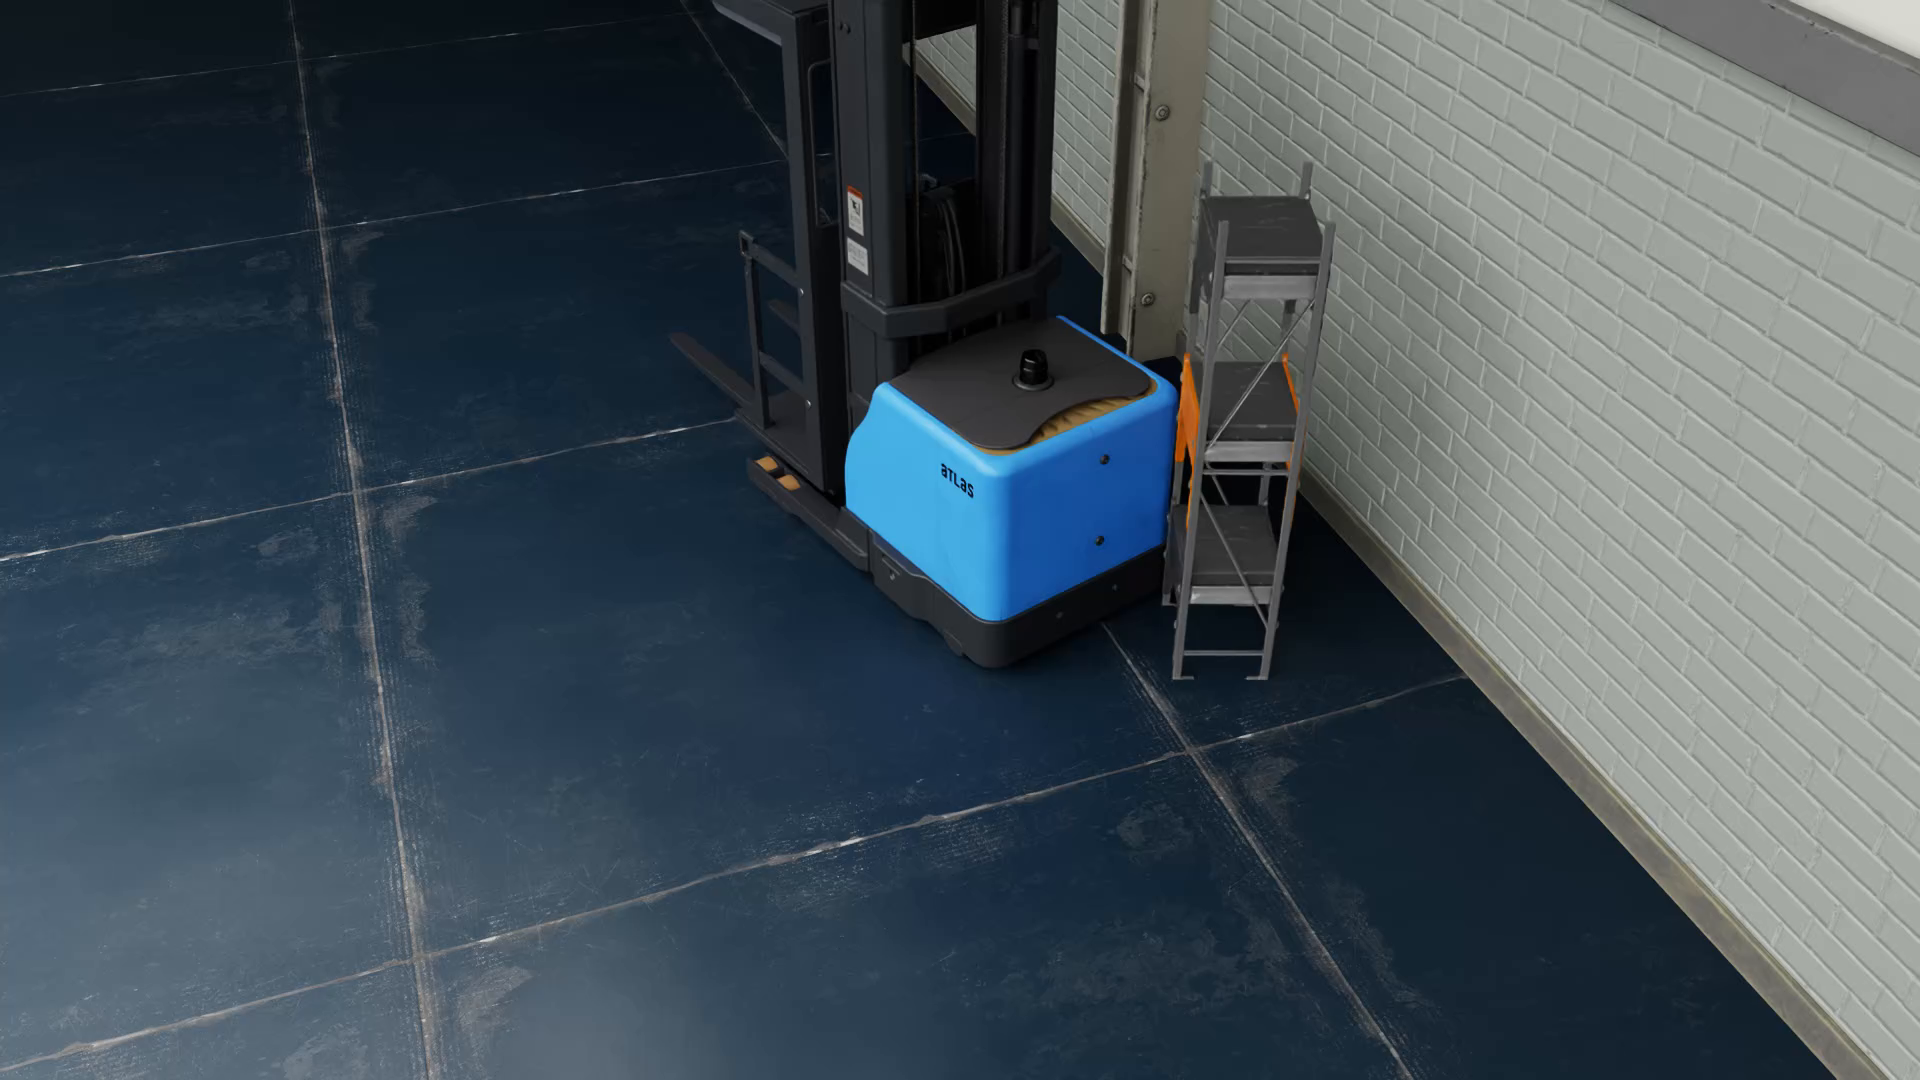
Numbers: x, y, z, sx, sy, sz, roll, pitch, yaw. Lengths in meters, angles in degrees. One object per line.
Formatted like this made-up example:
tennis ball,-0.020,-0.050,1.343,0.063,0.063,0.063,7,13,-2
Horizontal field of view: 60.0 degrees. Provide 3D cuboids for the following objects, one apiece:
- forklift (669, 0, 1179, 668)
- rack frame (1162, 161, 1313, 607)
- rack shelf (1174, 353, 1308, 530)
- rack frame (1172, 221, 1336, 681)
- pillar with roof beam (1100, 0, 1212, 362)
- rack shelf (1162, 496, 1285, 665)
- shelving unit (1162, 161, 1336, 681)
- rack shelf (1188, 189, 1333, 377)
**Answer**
forklift,-0.371,-1.473,7.269,1.130,2.935,3.031,-24,43,-29
rack frame,1.094,-0.548,6.731,0.400,2.100,0.015,0,37,0
rack shelf,1.092,-0.390,6.545,0.431,0.518,0.480,0,37,0
rack frame,1.090,-0.254,6.342,0.400,2.100,0.015,0,37,0
pillar with roof beam,-3.047,-3.800,5.315,9.100,9.000,0.400,-12,39,-16
rack shelf,1.092,0.168,6.966,0.431,0.518,0.480,0,37,0
shelving unit,1.092,-0.401,6.537,0.431,2.100,0.503,0,37,0
rack shelf,1.093,-0.949,6.123,0.431,0.518,0.480,0,37,0
